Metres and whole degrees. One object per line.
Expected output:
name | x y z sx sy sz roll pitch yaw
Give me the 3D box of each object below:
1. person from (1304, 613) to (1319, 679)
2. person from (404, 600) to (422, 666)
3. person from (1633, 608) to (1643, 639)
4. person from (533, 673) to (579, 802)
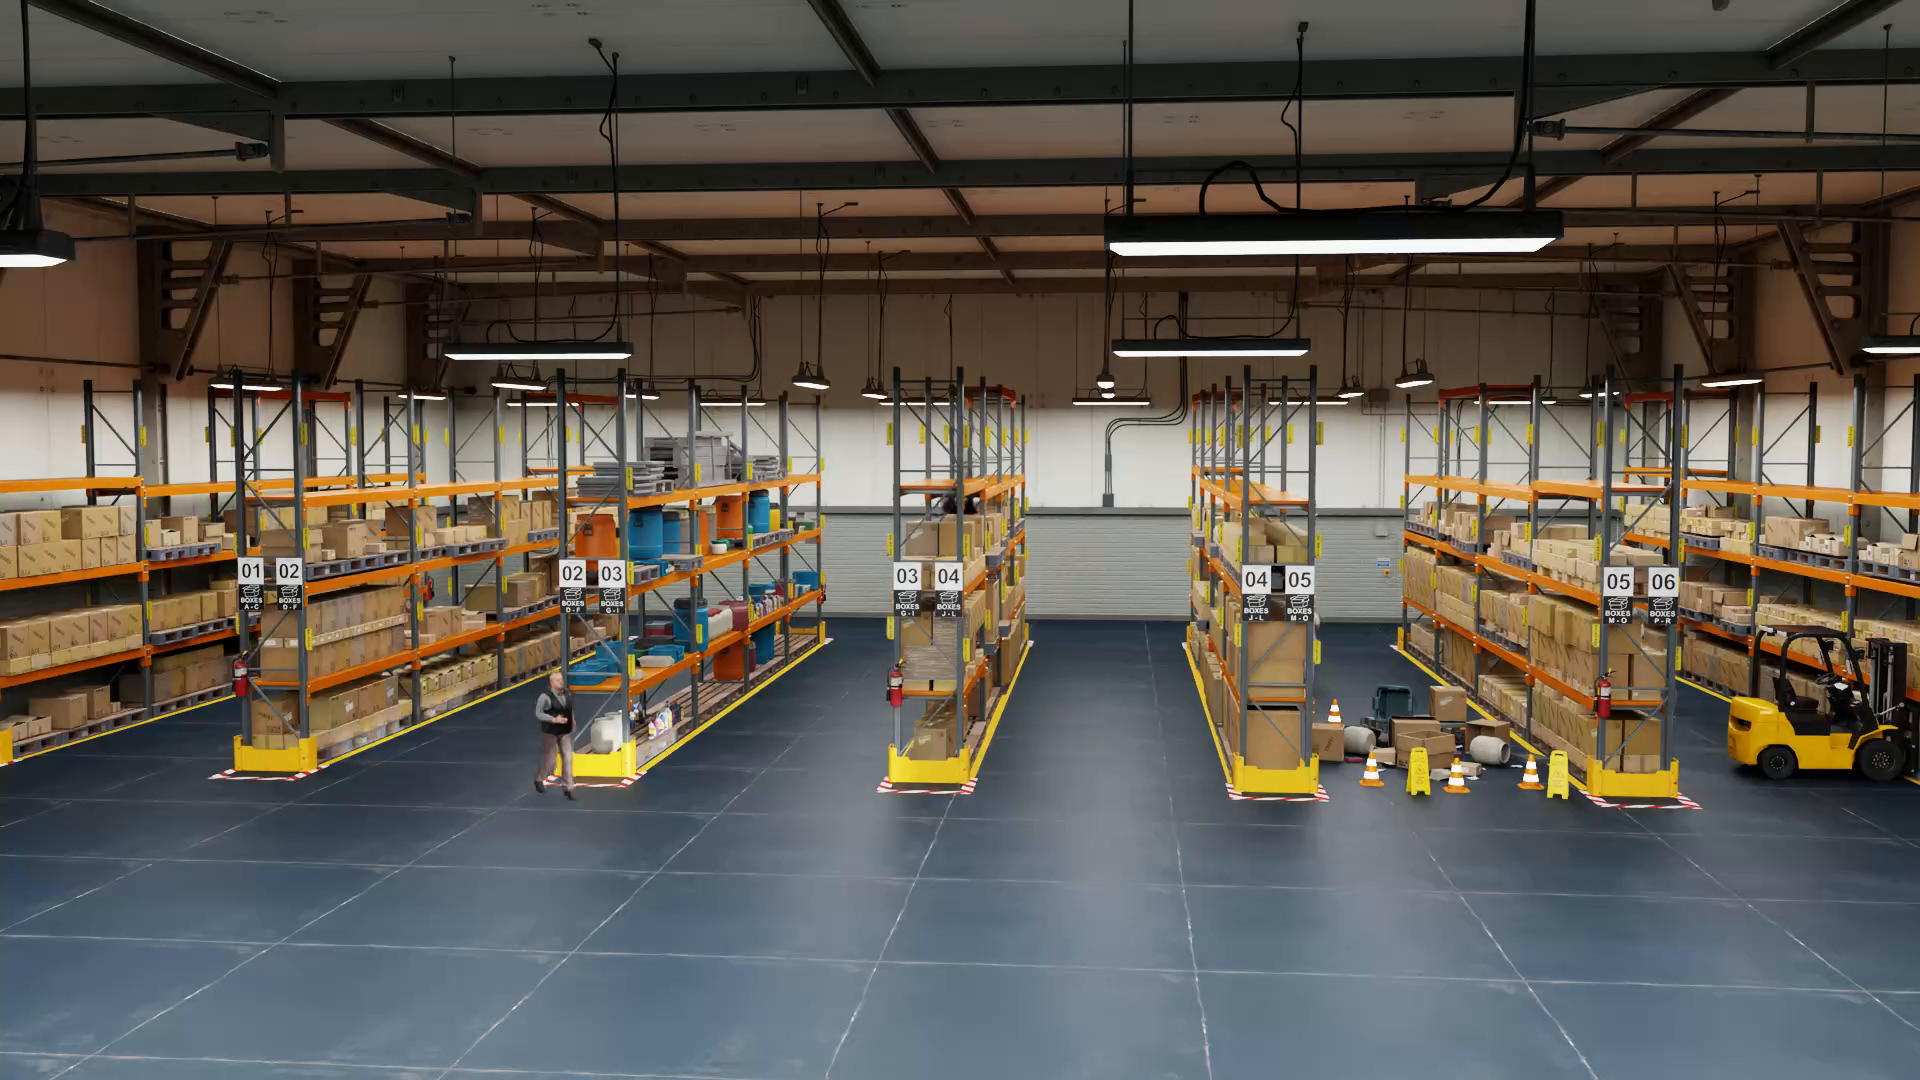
person | 7.164 2.048 34.441 0.543 1.624 0.636 0 4 4
person | -11.460 2.057 34.555 0.599 1.608 0.539 1 4 12
person | 12.957 2.172 32.191 0.589 1.770 0.758 0 4 -4
person | -5.596 2.709 23.038 0.846 1.759 0.673 3 5 44
